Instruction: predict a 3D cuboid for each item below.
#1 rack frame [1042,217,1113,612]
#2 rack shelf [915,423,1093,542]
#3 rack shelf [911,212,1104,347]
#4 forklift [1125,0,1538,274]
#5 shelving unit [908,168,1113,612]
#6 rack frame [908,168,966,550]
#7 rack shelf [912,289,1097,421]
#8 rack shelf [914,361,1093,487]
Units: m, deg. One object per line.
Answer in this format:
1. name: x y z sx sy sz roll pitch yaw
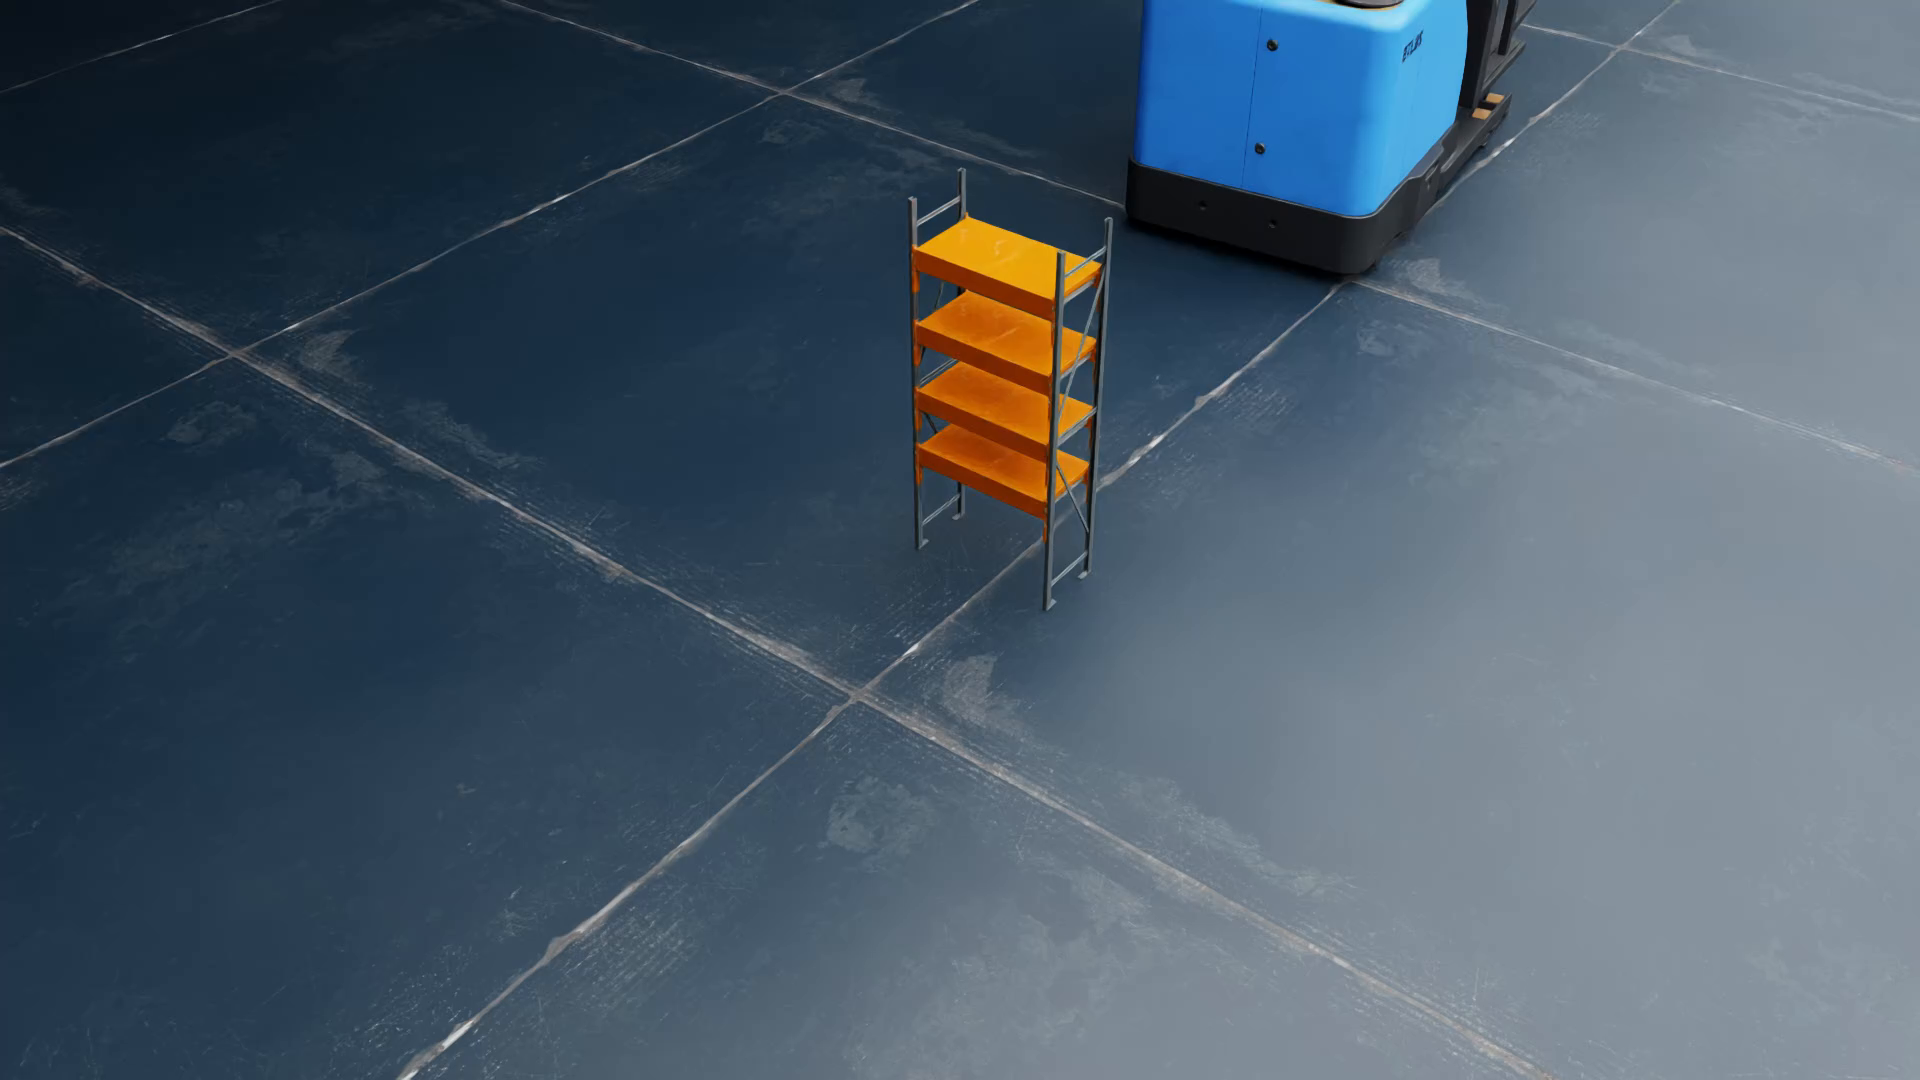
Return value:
1. rack frame: 0.325 -0.319 4.684 0.015 1.200 0.240 25 45 29
2. rack shelf: 0.131 -0.201 4.965 0.480 0.148 0.258 25 45 29
3. rack shelf: 0.131 -0.720 4.559 0.480 0.148 0.258 25 45 29
4. forklift: 1.875 -3.071 6.794 1.130 2.935 3.031 20 42 24
5. shelving unit: 0.131 -0.410 4.801 0.503 1.200 0.258 25 45 29
6. rack frame: -0.062 -0.502 4.918 0.015 1.200 0.240 25 45 29
7. rack shelf: 0.131 -0.534 4.705 0.480 0.148 0.258 25 45 29
8. rack shelf: 0.131 -0.357 4.842 0.480 0.148 0.258 25 45 29
